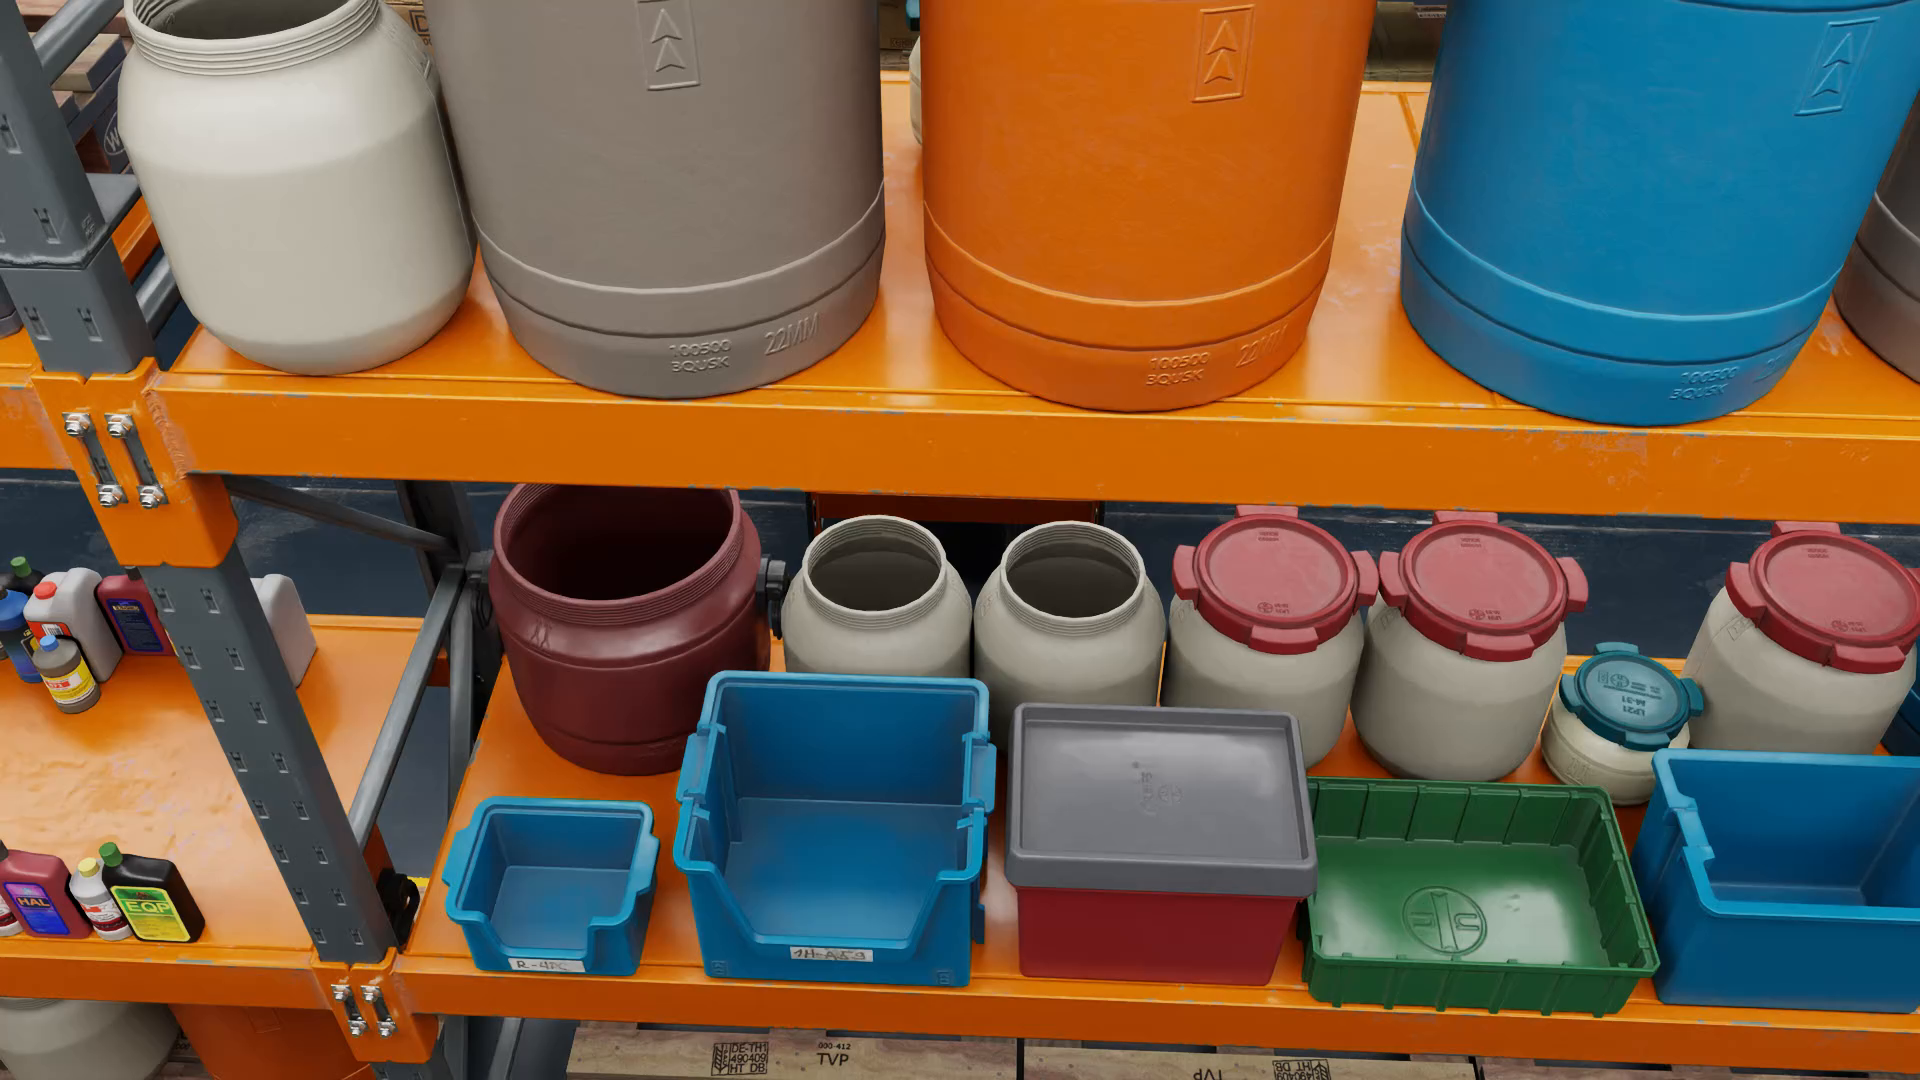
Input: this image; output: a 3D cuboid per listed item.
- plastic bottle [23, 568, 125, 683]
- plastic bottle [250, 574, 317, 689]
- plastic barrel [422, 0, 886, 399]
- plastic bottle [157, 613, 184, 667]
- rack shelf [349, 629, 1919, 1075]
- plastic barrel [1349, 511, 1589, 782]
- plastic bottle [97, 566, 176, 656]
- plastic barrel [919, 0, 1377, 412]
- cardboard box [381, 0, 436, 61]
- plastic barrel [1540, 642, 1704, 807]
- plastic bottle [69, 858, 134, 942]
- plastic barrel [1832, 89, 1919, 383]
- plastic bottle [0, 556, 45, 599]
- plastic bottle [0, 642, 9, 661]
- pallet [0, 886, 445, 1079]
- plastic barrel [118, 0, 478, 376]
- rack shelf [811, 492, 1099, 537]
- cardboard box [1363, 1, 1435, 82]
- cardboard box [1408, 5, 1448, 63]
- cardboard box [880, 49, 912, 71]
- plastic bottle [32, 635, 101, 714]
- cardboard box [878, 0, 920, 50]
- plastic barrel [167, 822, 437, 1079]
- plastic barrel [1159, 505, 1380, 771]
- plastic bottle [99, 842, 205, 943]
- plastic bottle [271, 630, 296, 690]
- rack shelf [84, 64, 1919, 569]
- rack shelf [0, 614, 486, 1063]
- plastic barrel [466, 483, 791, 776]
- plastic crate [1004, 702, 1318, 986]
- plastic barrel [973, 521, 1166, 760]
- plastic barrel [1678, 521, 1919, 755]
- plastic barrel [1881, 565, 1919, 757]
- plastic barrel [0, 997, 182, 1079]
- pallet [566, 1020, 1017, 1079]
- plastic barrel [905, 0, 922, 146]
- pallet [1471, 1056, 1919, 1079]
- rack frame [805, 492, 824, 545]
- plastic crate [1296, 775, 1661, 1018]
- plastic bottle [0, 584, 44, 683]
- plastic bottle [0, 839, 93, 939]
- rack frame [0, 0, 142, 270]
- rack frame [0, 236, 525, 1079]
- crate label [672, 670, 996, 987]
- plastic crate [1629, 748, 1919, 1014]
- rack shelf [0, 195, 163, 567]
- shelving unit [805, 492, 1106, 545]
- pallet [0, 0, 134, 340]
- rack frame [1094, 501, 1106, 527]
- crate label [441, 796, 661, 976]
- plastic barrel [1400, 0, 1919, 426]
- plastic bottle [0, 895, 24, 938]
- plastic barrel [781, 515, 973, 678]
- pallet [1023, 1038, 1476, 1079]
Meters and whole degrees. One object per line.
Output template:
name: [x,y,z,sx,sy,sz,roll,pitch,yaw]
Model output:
plastic bottle: [-2.099,0.190,3.937,0.135,0.276,0.152,2,43,2]
plastic bottle: [-1.637,0.204,3.922,0.135,0.276,0.152,2,43,2]
plastic barrel: [-0.409,-0.716,2.250,0.600,0.901,0.600,0,43,0]
plastic bottle: [-1.849,0.206,3.974,0.097,0.201,0.097,0,43,0]
rack shelf: [0.779,0.717,3.808,4.000,0.370,1.077,2,43,2]
plastic barrel: [1.098,0.264,3.667,0.433,0.535,0.433,0,43,0]
plastic bottle: [-1.963,0.160,3.963,0.133,0.283,0.061,2,43,2]
plastic barrel: [0.245,-0.670,2.253,0.708,0.830,0.600,2,43,2]
cardboard box: [-2.575,-2.425,7.903,0.875,0.875,1.225,2,43,2]
plastic barrel: [1.461,0.420,3.700,0.301,0.262,0.301,0,43,0]
plastic bottle: [-1.757,0.727,3.415,0.097,0.201,0.097,0,43,0]
plastic barrel: [1.605,-0.654,2.183,0.600,0.901,0.600,0,43,0]
plastic bottle: [-2.231,0.152,3.972,0.133,0.283,0.061,2,43,2]
plastic bottle: [-2.347,0.191,3.990,0.097,0.201,0.097,0,43,0]
pallet: [-2.009,1.416,4.575,1.213,0.211,1.003,2,43,2]
plastic barrel: [-0.923,-0.528,2.334,0.421,0.512,0.421,0,43,0]
rack shelf: [-0.007,-0.233,6.033,1.000,0.278,0.538,2,43,2]
cardboard box: [1.912,-2.165,7.885,0.500,0.500,0.700,2,43,2]
cardboard box: [2.387,-2.138,7.855,0.500,0.500,0.700,-1,43,-1]
cardboard box: [-0.326,-2.220,7.944,0.500,0.500,0.700,0,43,0]
plastic bottle: [-2.086,0.303,3.870,0.097,0.201,0.097,0,43,0]
cardboard box: [-0.326,-2.501,7.695,0.500,0.250,0.500,3,43,4]
plastic barrel: [-1.709,1.029,4.229,0.708,0.830,0.600,2,43,2]
plastic barrel: [0.666,0.250,3.681,0.433,0.535,0.433,0,43,0]
plastic bottle: [-1.643,0.713,3.370,0.133,0.283,0.061,2,43,2]
plastic bottle: [-1.644,0.307,3.810,0.135,0.276,0.152,2,43,2]
rack shelf: [0.779,-0.381,2.786,4.000,0.370,1.077,2,43,2]
rack shelf: [-3.217,0.594,3.940,4.000,0.370,1.077,2,43,2]
plastic barrel: [-0.742,0.150,3.788,0.708,0.536,0.600,2,43,2]
plastic crate: [0.381,0.626,3.330,0.583,0.464,0.402,2,43,2]
plastic barrel: [0.239,0.250,3.699,0.421,0.512,0.421,0,43,0]
plastic barrel: [1.831,0.286,3.642,0.433,0.535,0.433,0,43,0]
plastic barrel: [2.404,0.113,3.560,0.708,0.901,0.600,2,43,2]
plastic barrel: [-2.277,1.189,4.291,0.421,0.512,0.421,0,43,0]
pallet: [-0.447,1.462,4.525,1.213,0.211,1.003,2,43,2]
plastic barrel: [0.062,-0.775,2.782,0.301,0.262,0.301,0,43,0]
pallet: [1.990,1.537,4.445,1.213,0.211,1.003,2,43,2]
rack frame: [-0.515,-0.427,5.884,0.032,1.125,0.500,2,43,2]
plastic crate: [1.024,0.731,3.420,0.662,0.188,0.450,2,43,2]
plastic bottle: [-2.217,0.211,3.918,0.097,0.271,0.097,0,43,0]
plastic bottle: [-1.873,0.706,3.378,0.133,0.283,0.061,2,43,2]
rack frame: [-1.219,-1.803,1.584,0.127,3.000,1.000,2,43,2]
rack frame: [-1.219,0.392,3.629,0.127,3.000,1.000,2,43,2]
crate label: [-0.239,0.594,3.386,0.616,0.435,0.502,2,43,2]
plastic crate: [1.661,0.699,3.311,0.575,0.384,0.392,2,43,2]
rack shelf: [-3.217,-0.504,2.917,4.000,0.370,1.077,2,43,2]
shelving unit: [-0.007,-0.412,5.867,1.048,1.125,0.538,2,43,2]
pallet: [-1.979,-0.727,2.767,1.213,0.211,1.003,2,43,2]
rack frame: [0.501,-0.396,5.850,0.032,1.125,0.500,2,43,2]
crate label: [-0.815,0.721,3.398,0.416,0.233,0.303,2,43,2]
plastic barrel: [0.952,-0.674,2.205,0.708,0.901,0.600,2,43,2]
plastic bottle: [-1.988,0.720,3.423,0.097,0.201,0.097,0,43,0]
plastic barrel: [-0.182,0.237,3.713,0.421,0.512,0.421,0,43,0]
pallet: [0.768,1.502,4.483,1.213,0.211,1.003,2,43,2]
